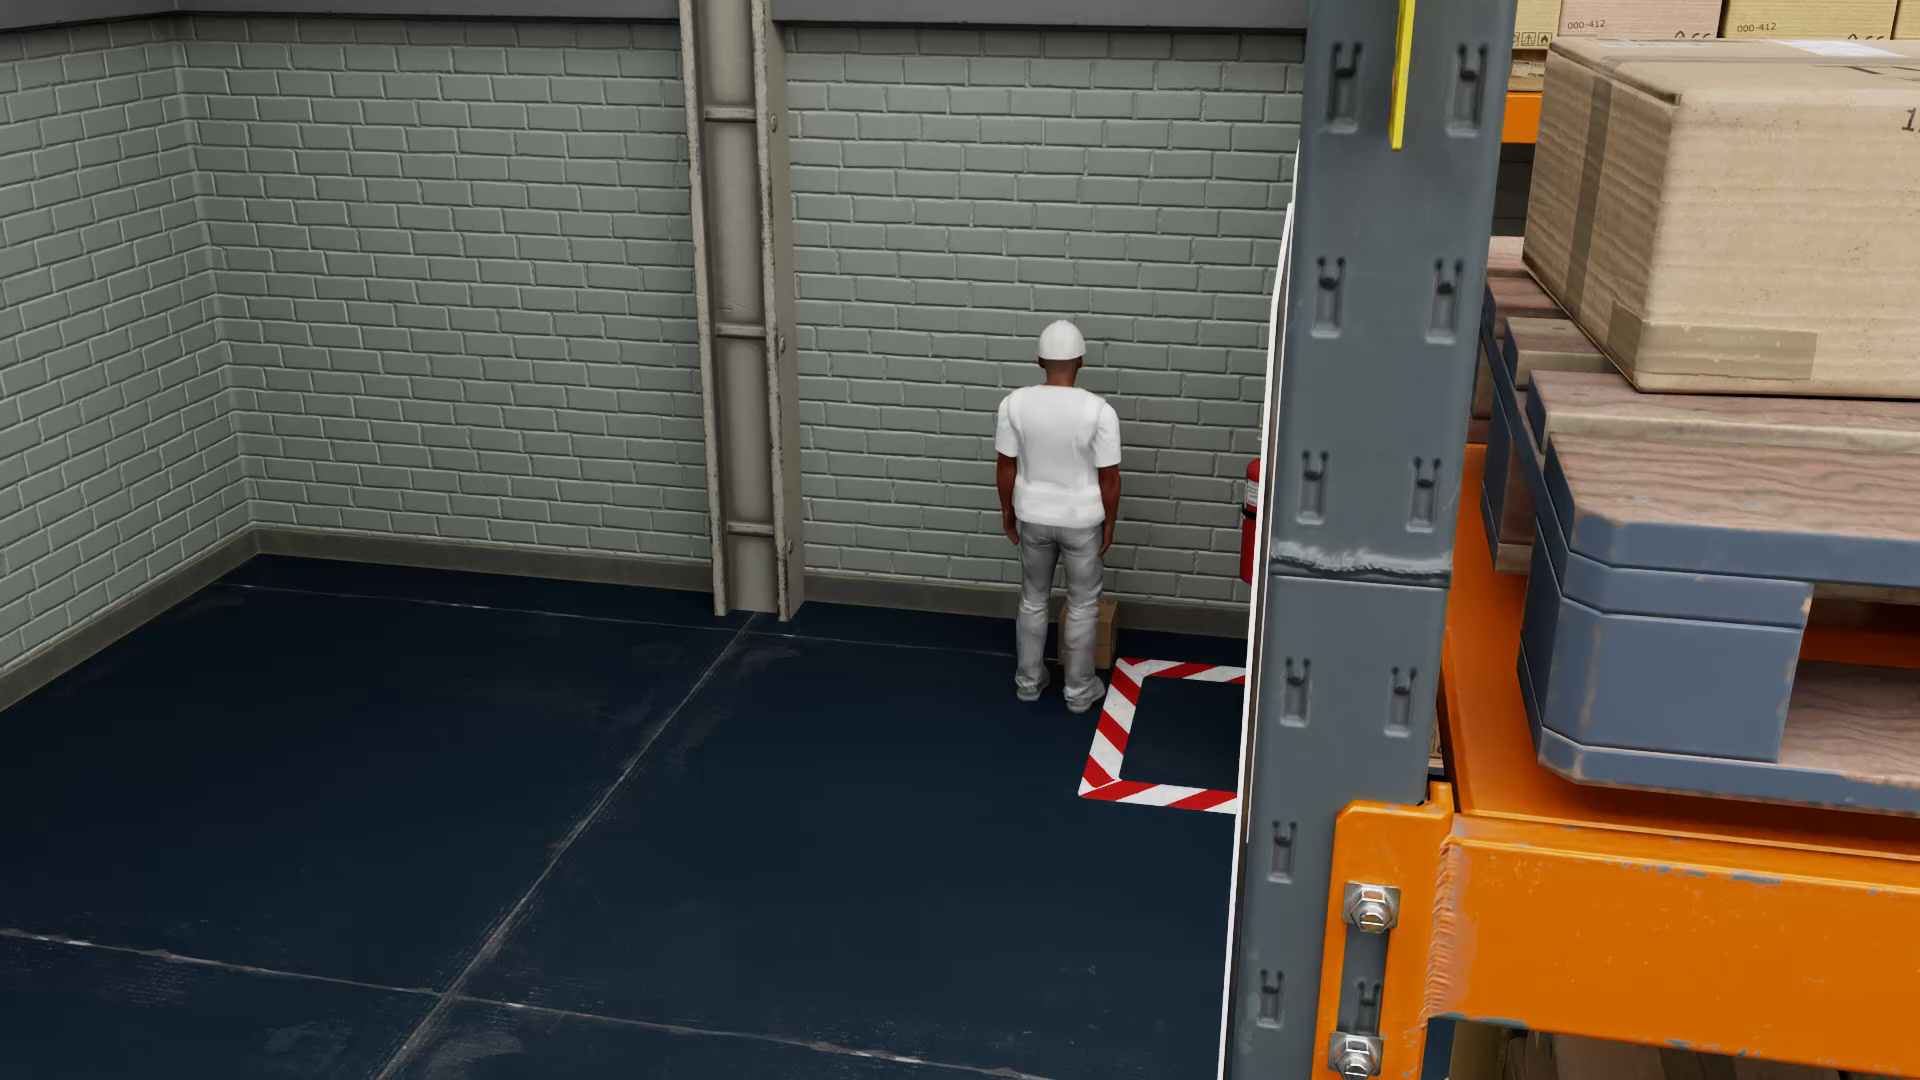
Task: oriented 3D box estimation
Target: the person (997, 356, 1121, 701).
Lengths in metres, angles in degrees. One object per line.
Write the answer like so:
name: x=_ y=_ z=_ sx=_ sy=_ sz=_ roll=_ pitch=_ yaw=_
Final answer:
person: x=0.430 y=-0.112 z=7.306 sx=0.560 sy=1.664 sz=0.301 roll=8 pitch=23 yaw=19
